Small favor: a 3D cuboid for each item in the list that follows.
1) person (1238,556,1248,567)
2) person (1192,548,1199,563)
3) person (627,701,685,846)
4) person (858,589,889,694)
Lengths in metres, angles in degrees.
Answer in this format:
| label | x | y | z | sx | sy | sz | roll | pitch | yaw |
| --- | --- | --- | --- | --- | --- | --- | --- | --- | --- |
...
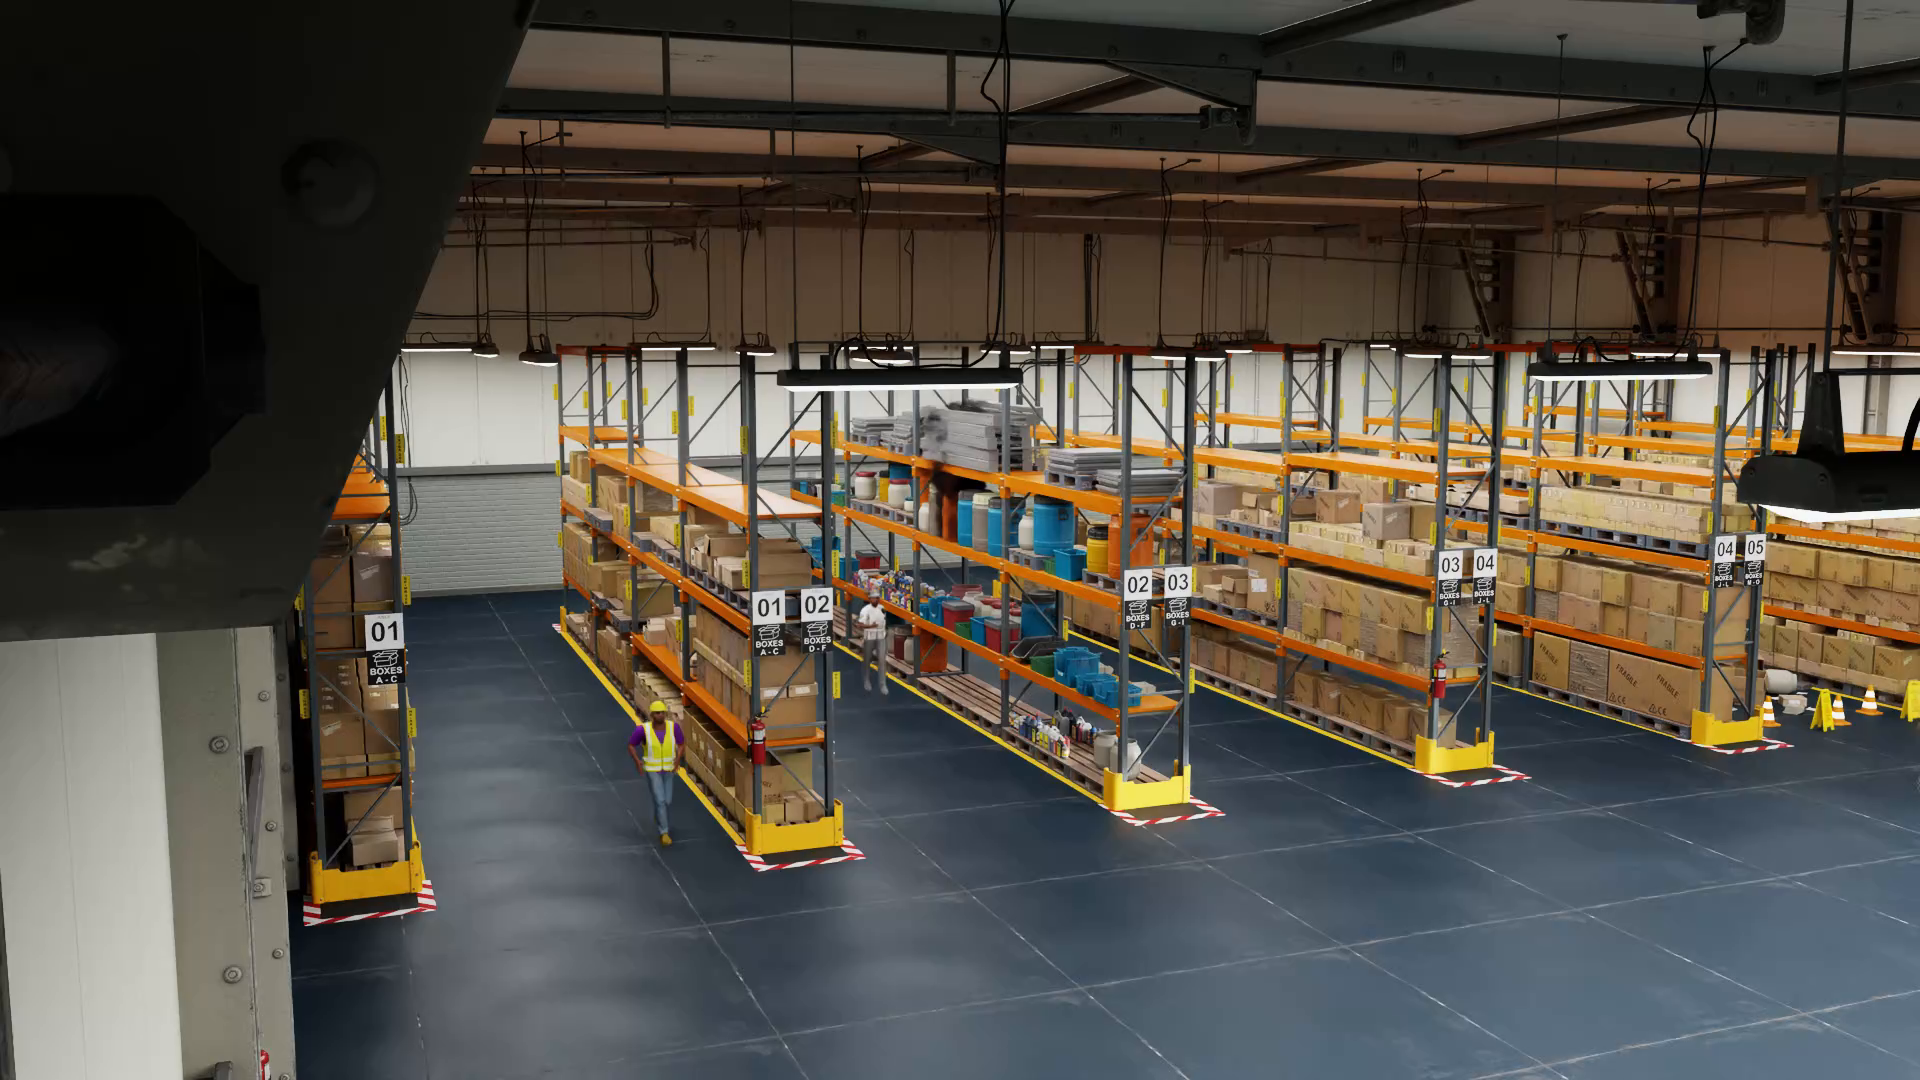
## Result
| label | x | y | z | sx | sy | sz | roll | pitch | yaw |
| --- | --- | --- | --- | --- | --- | --- | --- | --- | --- |
| person | 7.365 | 0.189 | 42.224 | 0.771 | 1.644 | 0.579 | -3 | 8 | -26 |
| person | 5.180 | 0.736 | 37.697 | 0.604 | 1.622 | 0.702 | -2 | 7 | -12 |
| person | -3.760 | 2.851 | 20.696 | 0.704 | 1.760 | 0.823 | -3 | 8 | -24 |
| person | -1.413 | 1.678 | 27.628 | 0.575 | 1.747 | 0.842 | -3 | 8 | -22 |
